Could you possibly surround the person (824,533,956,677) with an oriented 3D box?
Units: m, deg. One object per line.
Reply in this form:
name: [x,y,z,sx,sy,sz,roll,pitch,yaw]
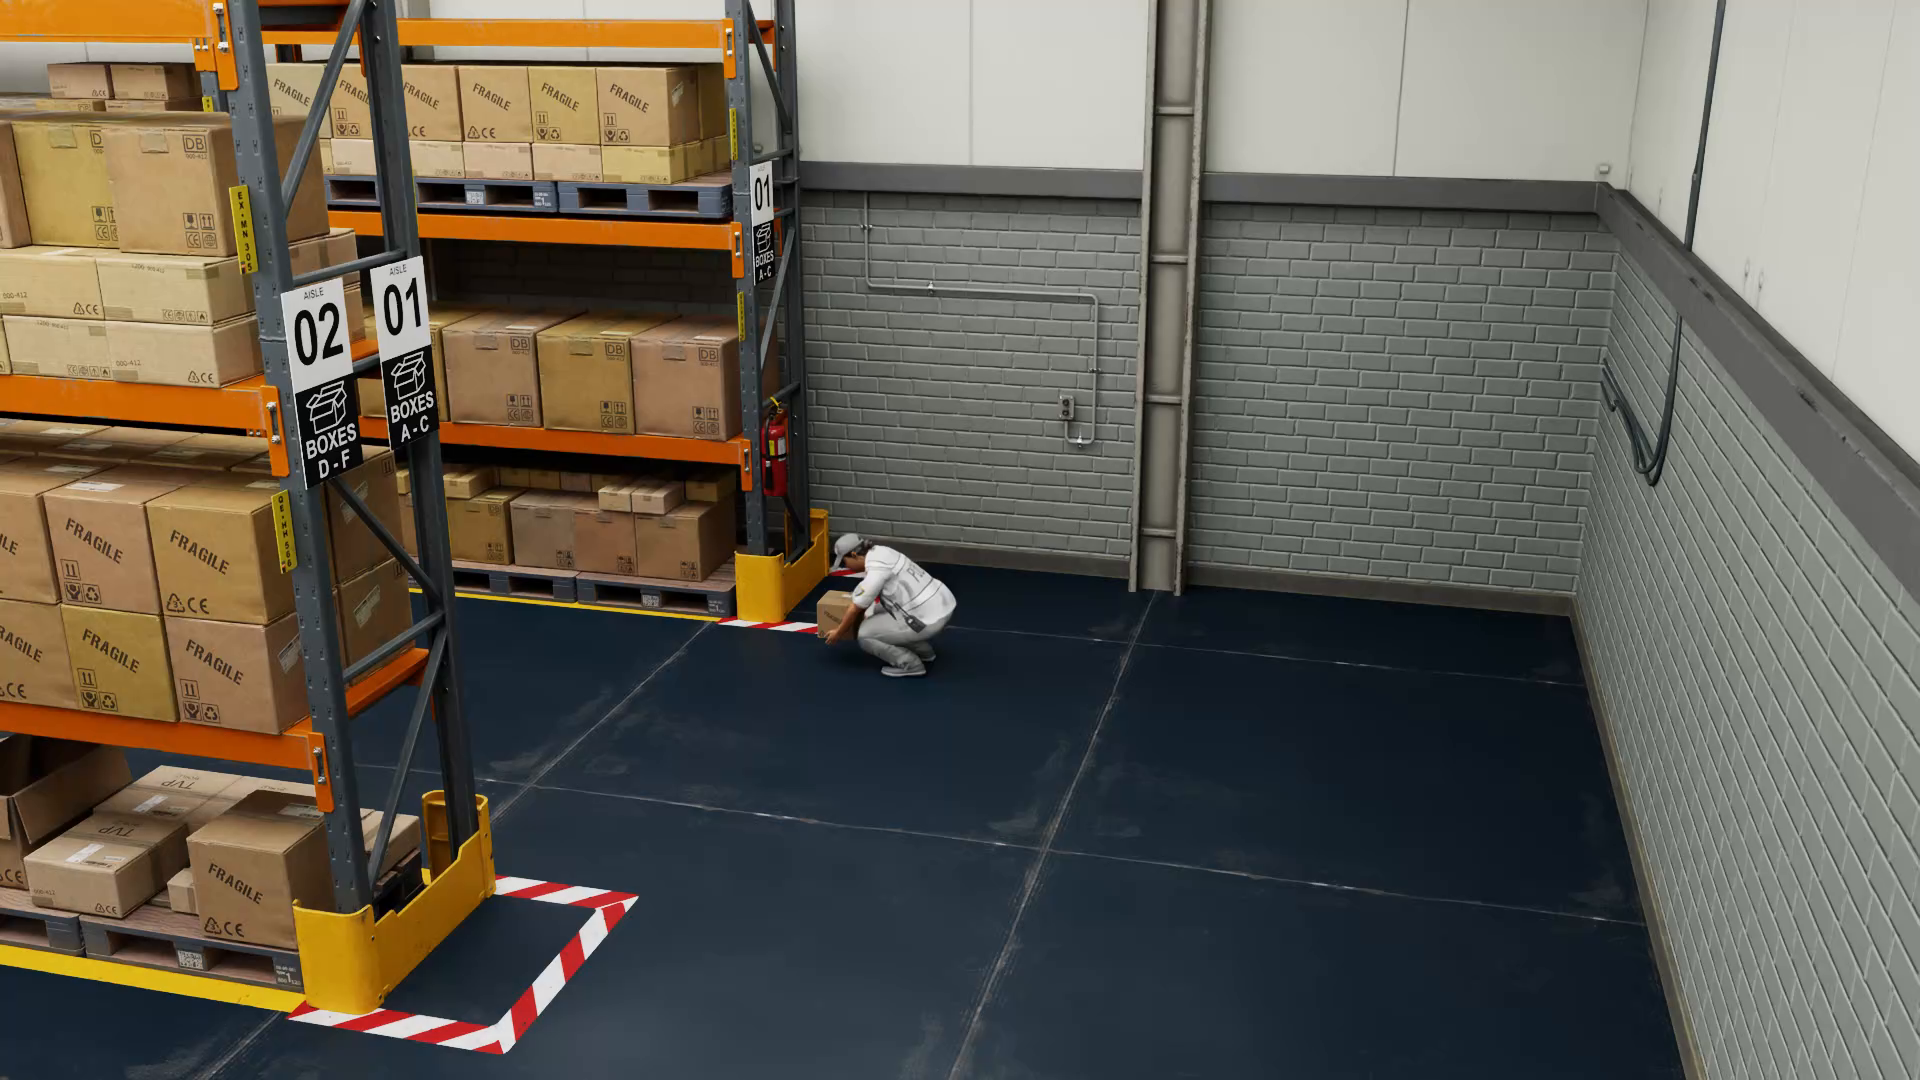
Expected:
person: [-0.461,0.407,11.012,0.849,0.934,0.529,5,19,14]
